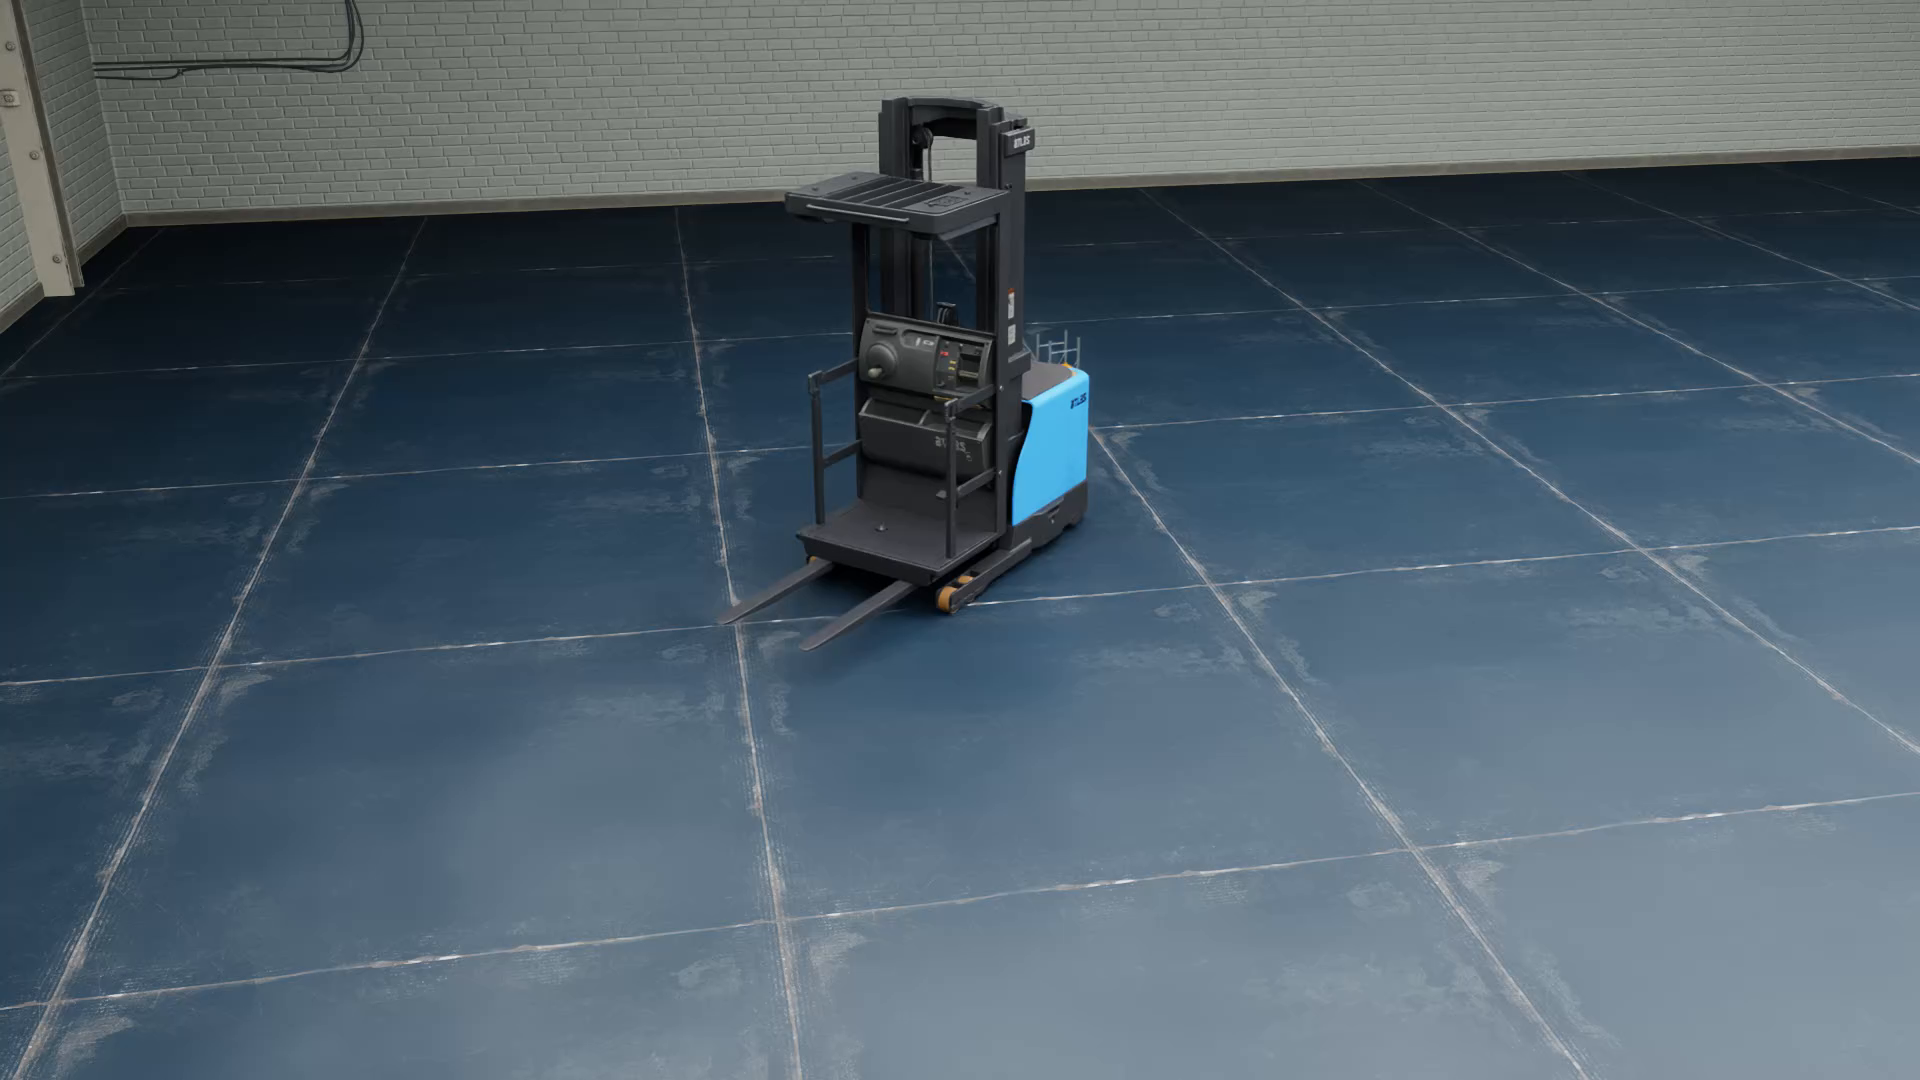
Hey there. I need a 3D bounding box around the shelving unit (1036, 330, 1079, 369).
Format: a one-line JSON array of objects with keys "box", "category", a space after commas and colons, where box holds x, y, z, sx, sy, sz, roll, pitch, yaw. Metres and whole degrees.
[{"box": [0.676, -0.866, 11.728, 0.258, 1.200, 0.189, -9, 24, -20], "category": "shelving unit"}]

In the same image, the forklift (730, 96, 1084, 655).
[{"box": [-0.297, -1.096, 10.098, 1.130, 2.935, 3.031, 12, 27, 26], "category": "forklift"}]

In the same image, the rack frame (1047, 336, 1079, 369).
[{"box": [0.711, -0.833, 11.650, 0.240, 1.200, 0.006, -9, 24, -20], "category": "rack frame"}]

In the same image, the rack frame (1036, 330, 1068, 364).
[{"box": [0.642, -0.898, 11.806, 0.240, 1.200, 0.006, -9, 24, -20], "category": "rack frame"}]

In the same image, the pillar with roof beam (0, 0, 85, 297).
[{"box": [-5.002, -7.005, 16.045, 9.100, 9.000, 0.400, -4, 24, -10], "category": "pillar with roof beam"}]

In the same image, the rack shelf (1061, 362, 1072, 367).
[{"box": [0.675, -1.157, 11.606, 0.258, 0.103, 0.180, -9, 24, -20], "category": "rack shelf"}]

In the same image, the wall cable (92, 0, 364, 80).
[{"box": [-8.478, -6.520, 18.814, 3.097, 2.526, 0.112, -4, 24, -10], "category": "wall cable"}]
